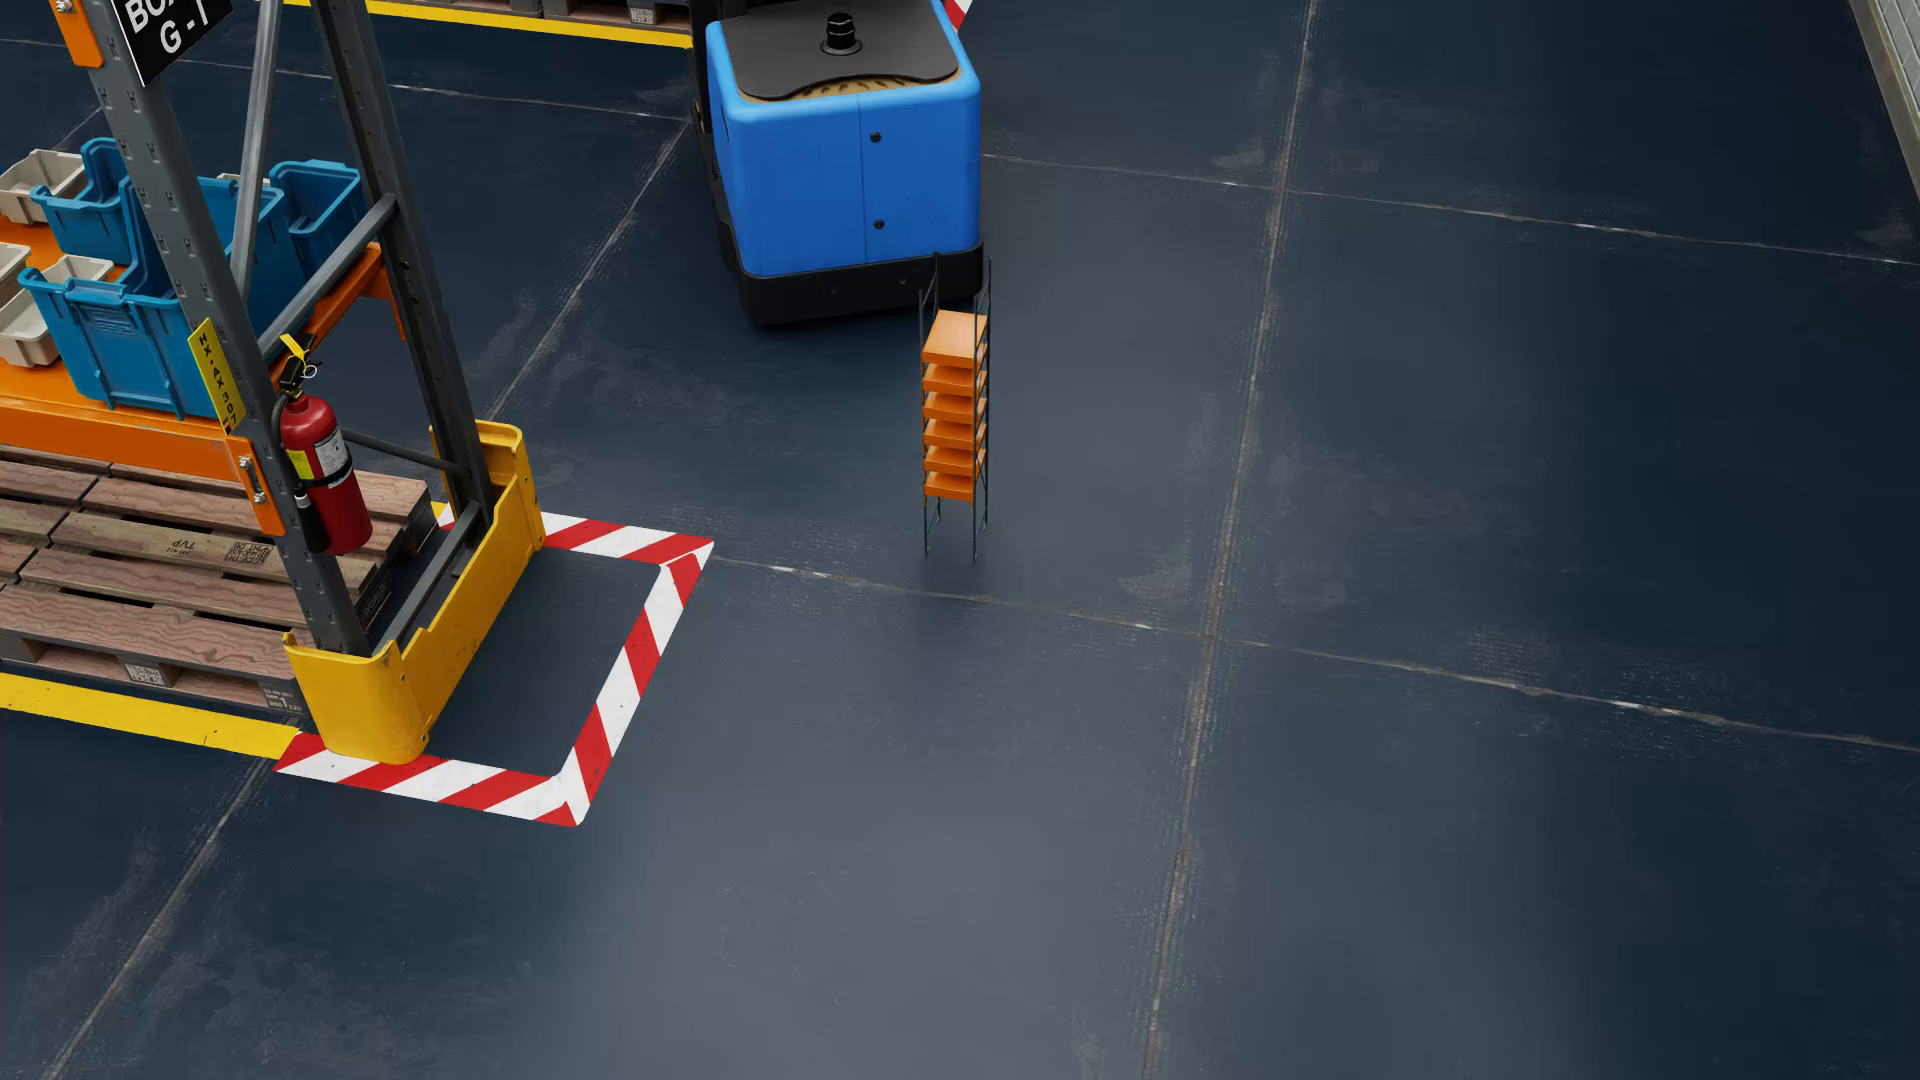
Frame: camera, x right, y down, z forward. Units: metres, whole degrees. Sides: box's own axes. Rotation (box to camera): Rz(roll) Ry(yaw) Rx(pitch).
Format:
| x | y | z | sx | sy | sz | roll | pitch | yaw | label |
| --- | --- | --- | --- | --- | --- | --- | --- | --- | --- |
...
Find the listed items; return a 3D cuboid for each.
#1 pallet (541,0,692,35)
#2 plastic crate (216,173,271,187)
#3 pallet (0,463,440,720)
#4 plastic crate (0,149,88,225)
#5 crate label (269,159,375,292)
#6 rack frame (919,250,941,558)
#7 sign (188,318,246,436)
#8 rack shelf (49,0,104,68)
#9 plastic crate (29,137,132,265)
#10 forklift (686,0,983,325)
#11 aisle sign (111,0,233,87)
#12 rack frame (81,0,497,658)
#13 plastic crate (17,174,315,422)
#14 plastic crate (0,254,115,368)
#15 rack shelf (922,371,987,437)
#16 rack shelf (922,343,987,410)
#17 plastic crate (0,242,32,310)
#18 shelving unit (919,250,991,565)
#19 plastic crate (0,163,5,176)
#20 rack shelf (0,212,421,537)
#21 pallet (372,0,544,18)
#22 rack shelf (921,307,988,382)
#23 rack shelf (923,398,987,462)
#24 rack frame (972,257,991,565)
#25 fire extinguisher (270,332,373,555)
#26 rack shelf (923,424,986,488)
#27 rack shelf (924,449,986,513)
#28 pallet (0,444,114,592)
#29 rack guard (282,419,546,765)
| x | y | z | sx | sy | sz | roll | pitch | yaw | label |
| --- | --- | --- | --- | --- | --- | --- | --- | --- | --- |
| -1.634 | -3.225 | 9.449 | 1.213 | 0.211 | 1.003 | 9 | 45 | 9 | pallet |
| -2.331 | -1.038 | 5.313 | 0.298 | 0.136 | 0.250 | 9 | 45 | 9 | plastic crate |
| -2.663 | 0.107 | 5.987 | 1.213 | 0.211 | 1.003 | 9 | 45 | 9 | pallet |
| -2.993 | -1.141 | 5.419 | 0.298 | 0.136 | 0.250 | 9 | 45 | 9 | plastic crate |
| -2.036 | -0.968 | 5.171 | 0.303 | 0.233 | 0.416 | 9 | 45 | 9 | crate label |
| -0.103 | -0.448 | 5.851 | 0.006 | 1.200 | 0.240 | 9 | 45 | 9 | rack frame |
| -1.971 | -0.431 | 4.417 | 0.005 | 0.325 | 0.100 | 9 | 45 | 9 | sign |
| -3.818 | -1.871 | 4.387 | 4.000 | 0.370 | 1.077 | 9 | 45 | 9 | rack shelf |
| -2.678 | -1.068 | 5.274 | 0.300 | 0.233 | 0.416 | 9 | 45 | 9 | plastic crate |
| -0.732 | -3.012 | 7.266 | 1.130 | 2.935 | 3.031 | -9 | 45 | -9 | forklift |
| -1.860 | -1.474 | 3.744 | 0.004 | 0.787 | 0.394 | 9 | 45 | 9 | aisle sign |
| -1.867 | -0.747 | 4.863 | 0.127 | 3.000 | 1.000 | 9 | 45 | 9 | rack frame |
| -2.234 | -0.706 | 4.751 | 0.499 | 0.435 | 0.616 | 9 | 45 | 9 | plastic crate |
| -2.702 | -0.674 | 4.935 | 0.243 | 0.136 | 0.396 | 9 | 45 | 9 | plastic crate |
| -0.014 | -0.489 | 5.784 | 0.180 | 0.103 | 0.258 | 9 | 45 | 9 | rack shelf |
| -0.014 | -0.575 | 5.701 | 0.180 | 0.103 | 0.258 | 9 | 45 | 9 | rack shelf |
| -2.982 | -0.728 | 4.990 | 0.243 | 0.136 | 0.396 | 9 | 45 | 9 | plastic crate |
| -0.014 | -0.434 | 5.836 | 0.189 | 1.200 | 0.258 | 9 | 45 | 9 | shelving unit |
| -3.321 | -1.168 | 5.378 | 0.300 | 0.233 | 0.416 | 9 | 45 | 9 | plastic crate |
| -3.818 | -0.791 | 5.427 | 4.000 | 0.370 | 1.077 | 9 | 45 | 9 | rack shelf |
| -2.821 | -3.412 | 9.642 | 1.213 | 0.211 | 1.003 | 9 | 45 | 9 | pallet |
| -0.014 | -0.662 | 5.617 | 0.180 | 0.103 | 0.258 | 9 | 45 | 9 | rack shelf |
| -0.014 | -0.402 | 5.867 | 0.180 | 0.103 | 0.258 | 9 | 45 | 9 | rack shelf |
| 0.075 | -0.421 | 5.822 | 0.006 | 1.200 | 0.240 | 9 | 45 | 9 | rack frame |
| -1.819 | -0.254 | 4.676 | 0.183 | 0.674 | 0.296 | 9 | 45 | 9 | fire extinguisher |
| -0.014 | -0.316 | 5.950 | 0.180 | 0.103 | 0.258 | 9 | 45 | 9 | rack shelf |
| -0.014 | -0.230 | 6.033 | 0.180 | 0.103 | 0.258 | 9 | 45 | 9 | rack shelf |
| -3.850 | -0.080 | 6.180 | 1.213 | 0.211 | 1.003 | 9 | 45 | 9 | pallet |
| -1.840 | 0.149 | 5.735 | 0.348 | 0.500 | 1.175 | 9 | 45 | 9 | rack guard |
